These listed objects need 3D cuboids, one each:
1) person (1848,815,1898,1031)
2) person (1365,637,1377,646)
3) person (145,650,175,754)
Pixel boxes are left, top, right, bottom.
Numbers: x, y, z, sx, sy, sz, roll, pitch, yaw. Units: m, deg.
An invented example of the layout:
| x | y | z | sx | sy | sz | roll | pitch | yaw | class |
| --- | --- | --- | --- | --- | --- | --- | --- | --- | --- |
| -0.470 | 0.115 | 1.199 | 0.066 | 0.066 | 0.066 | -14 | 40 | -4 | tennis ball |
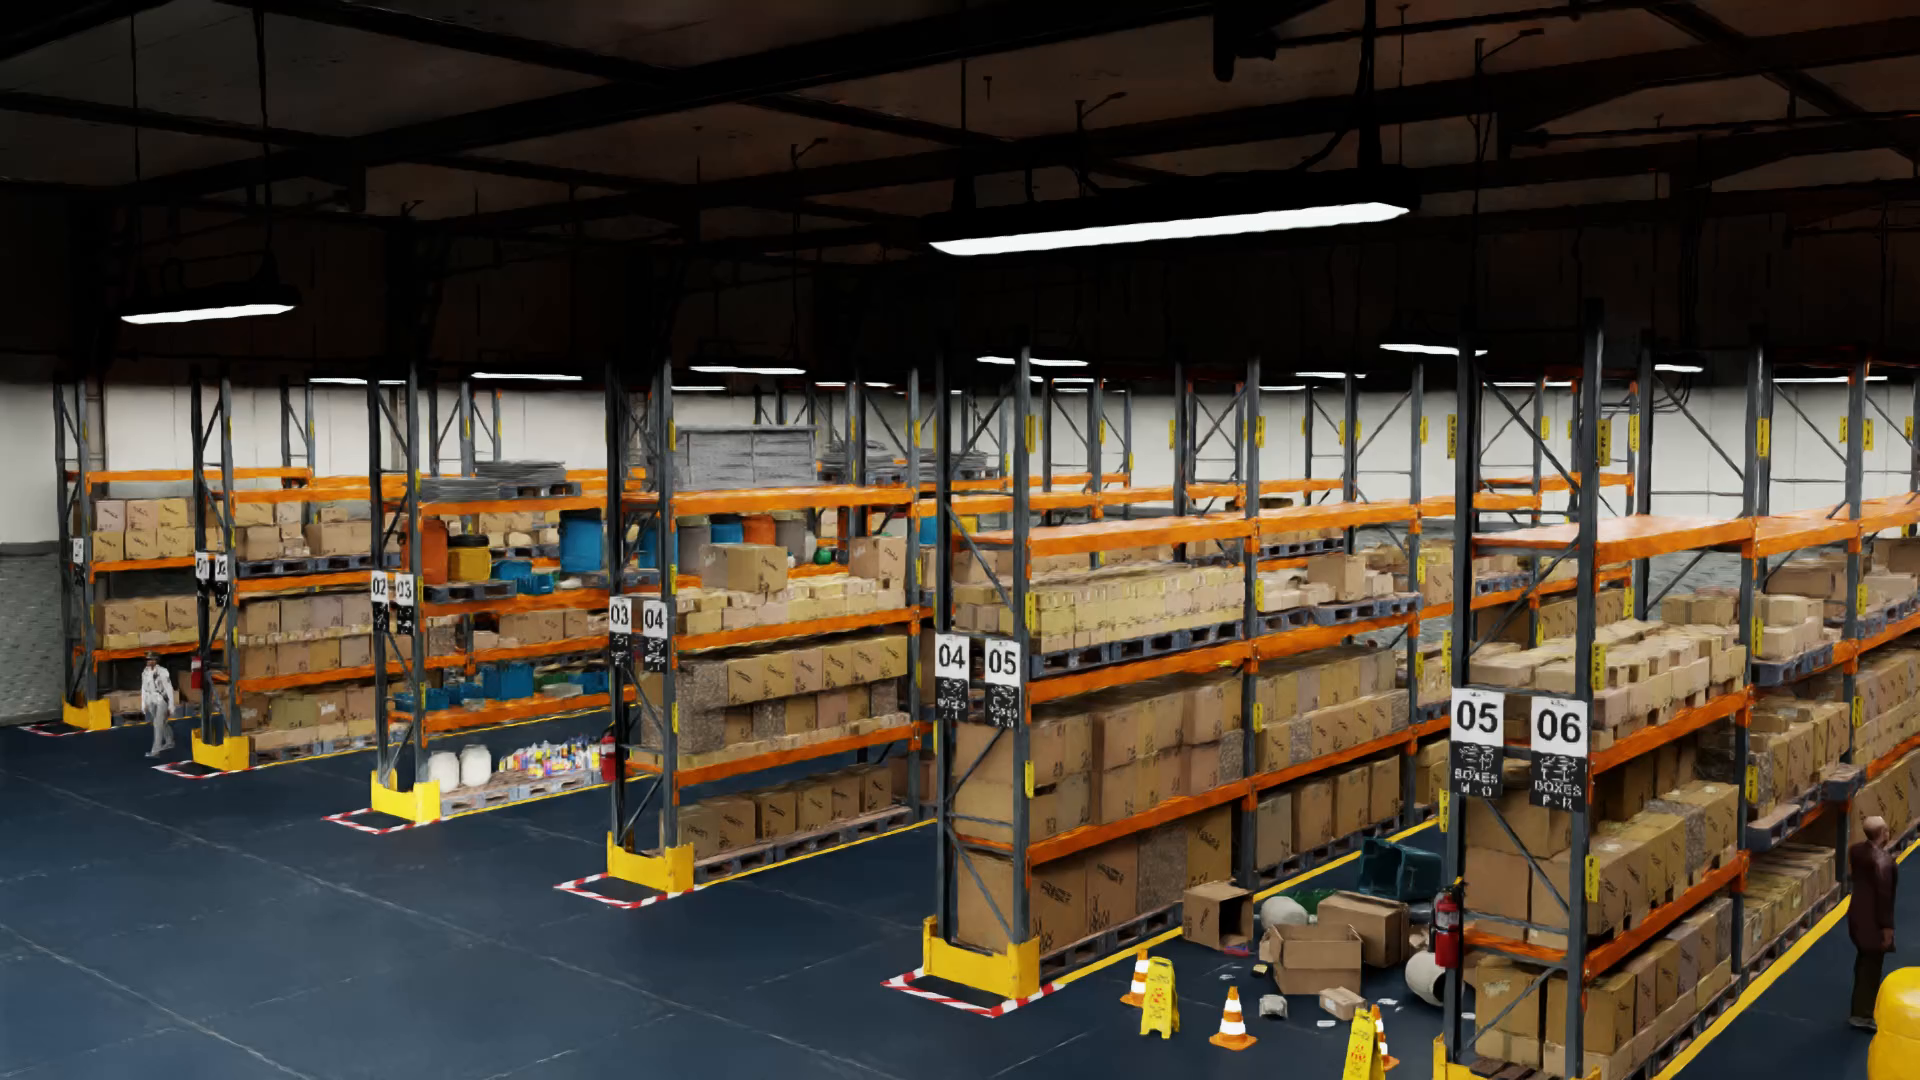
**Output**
| x | y | z | sx | sy | sz | roll | pitch | yaw | class |
| --- | --- | --- | --- | --- | --- | --- | --- | --- | --- |
| 7.840 | 3.236 | 14.182 | 0.494 | 1.784 | 0.640 | 1 | 4 | 9 | person |
| 6.958 | 2.354 | 27.972 | 0.417 | 1.475 | 0.883 | 4 | 6 | 42 | person |
| -12.321 | 2.461 | 25.651 | 0.406 | 1.583 | 0.723 | 1 | 4 | 18 | person |
